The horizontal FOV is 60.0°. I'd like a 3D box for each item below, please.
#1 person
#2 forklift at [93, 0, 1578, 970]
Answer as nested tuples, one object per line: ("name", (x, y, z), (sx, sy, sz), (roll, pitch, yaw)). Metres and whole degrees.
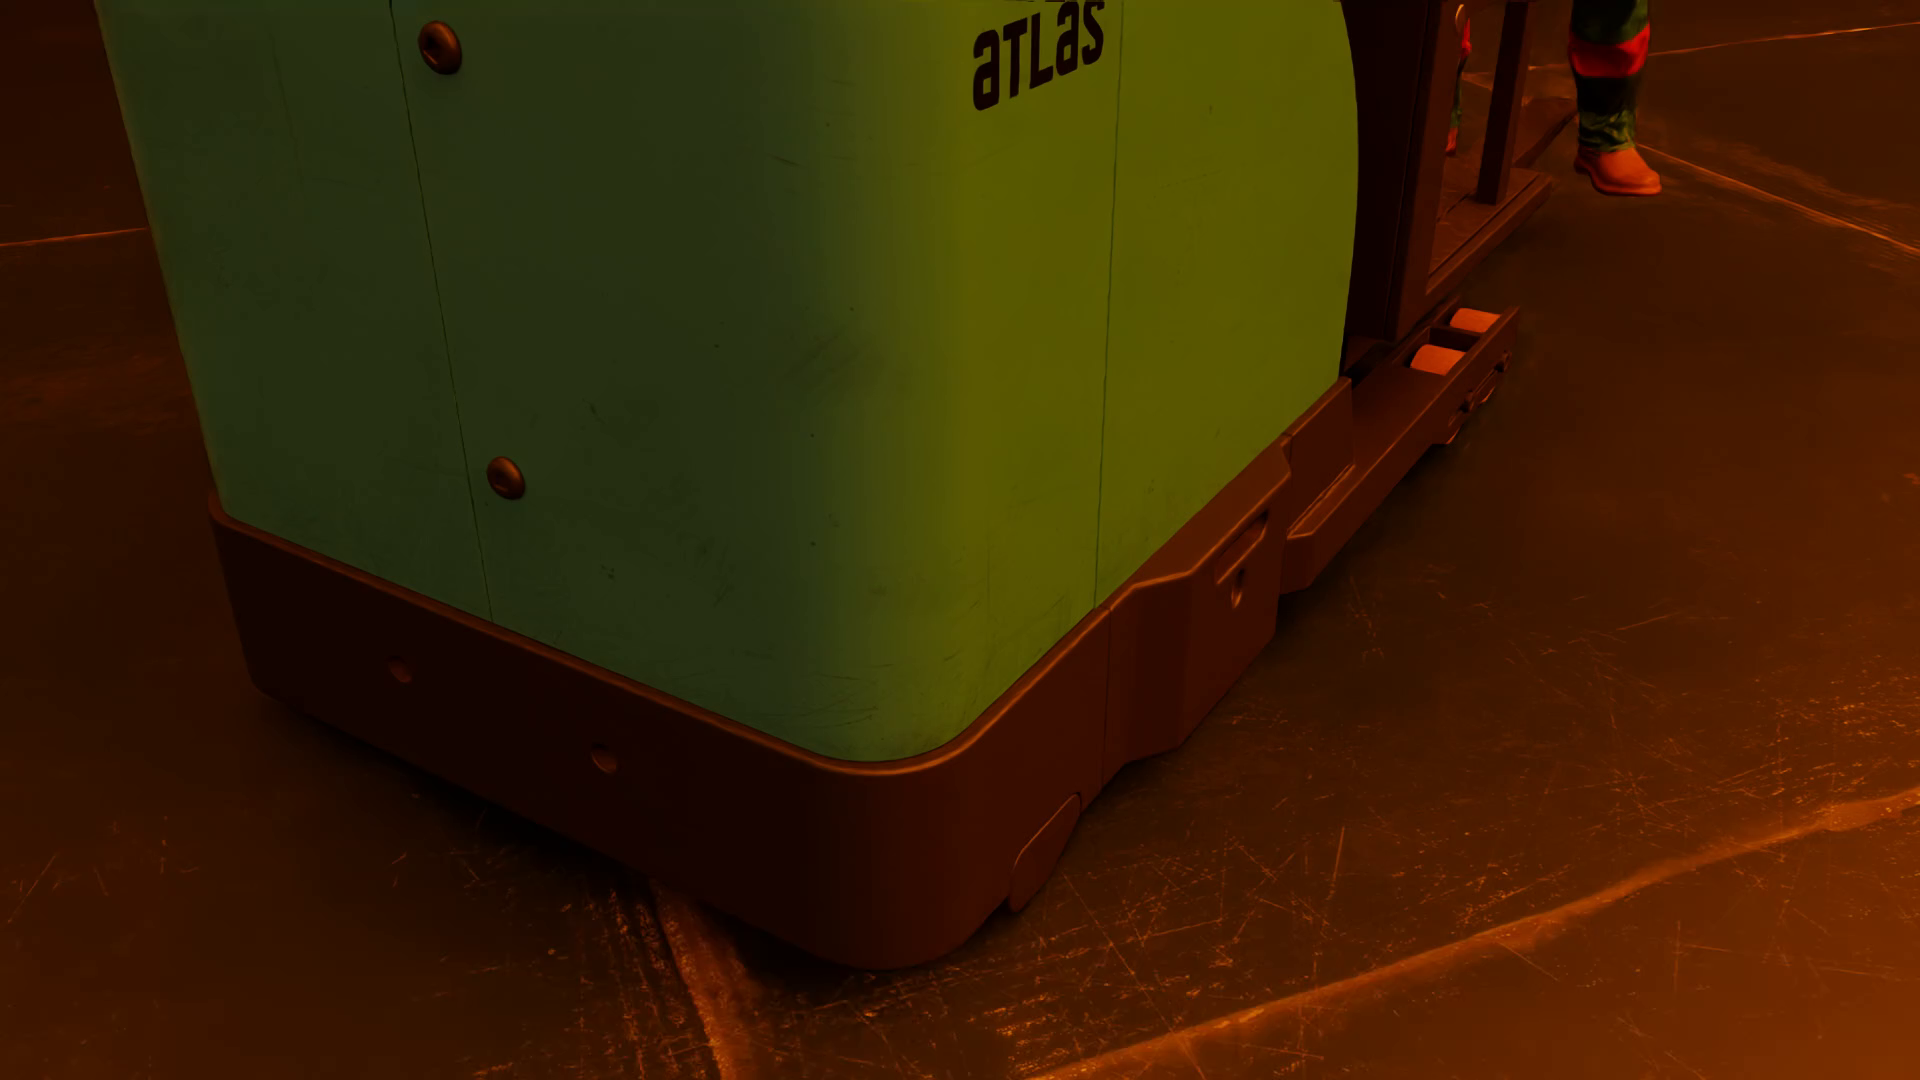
("person", (1.140, -1.566, 3.326), (0.830, 1.708, 0.444), (13, 32, 21))
("forklift", (0.322, -1.544, 2.248), (1.130, 2.935, 3.031), (17, 34, 28))
